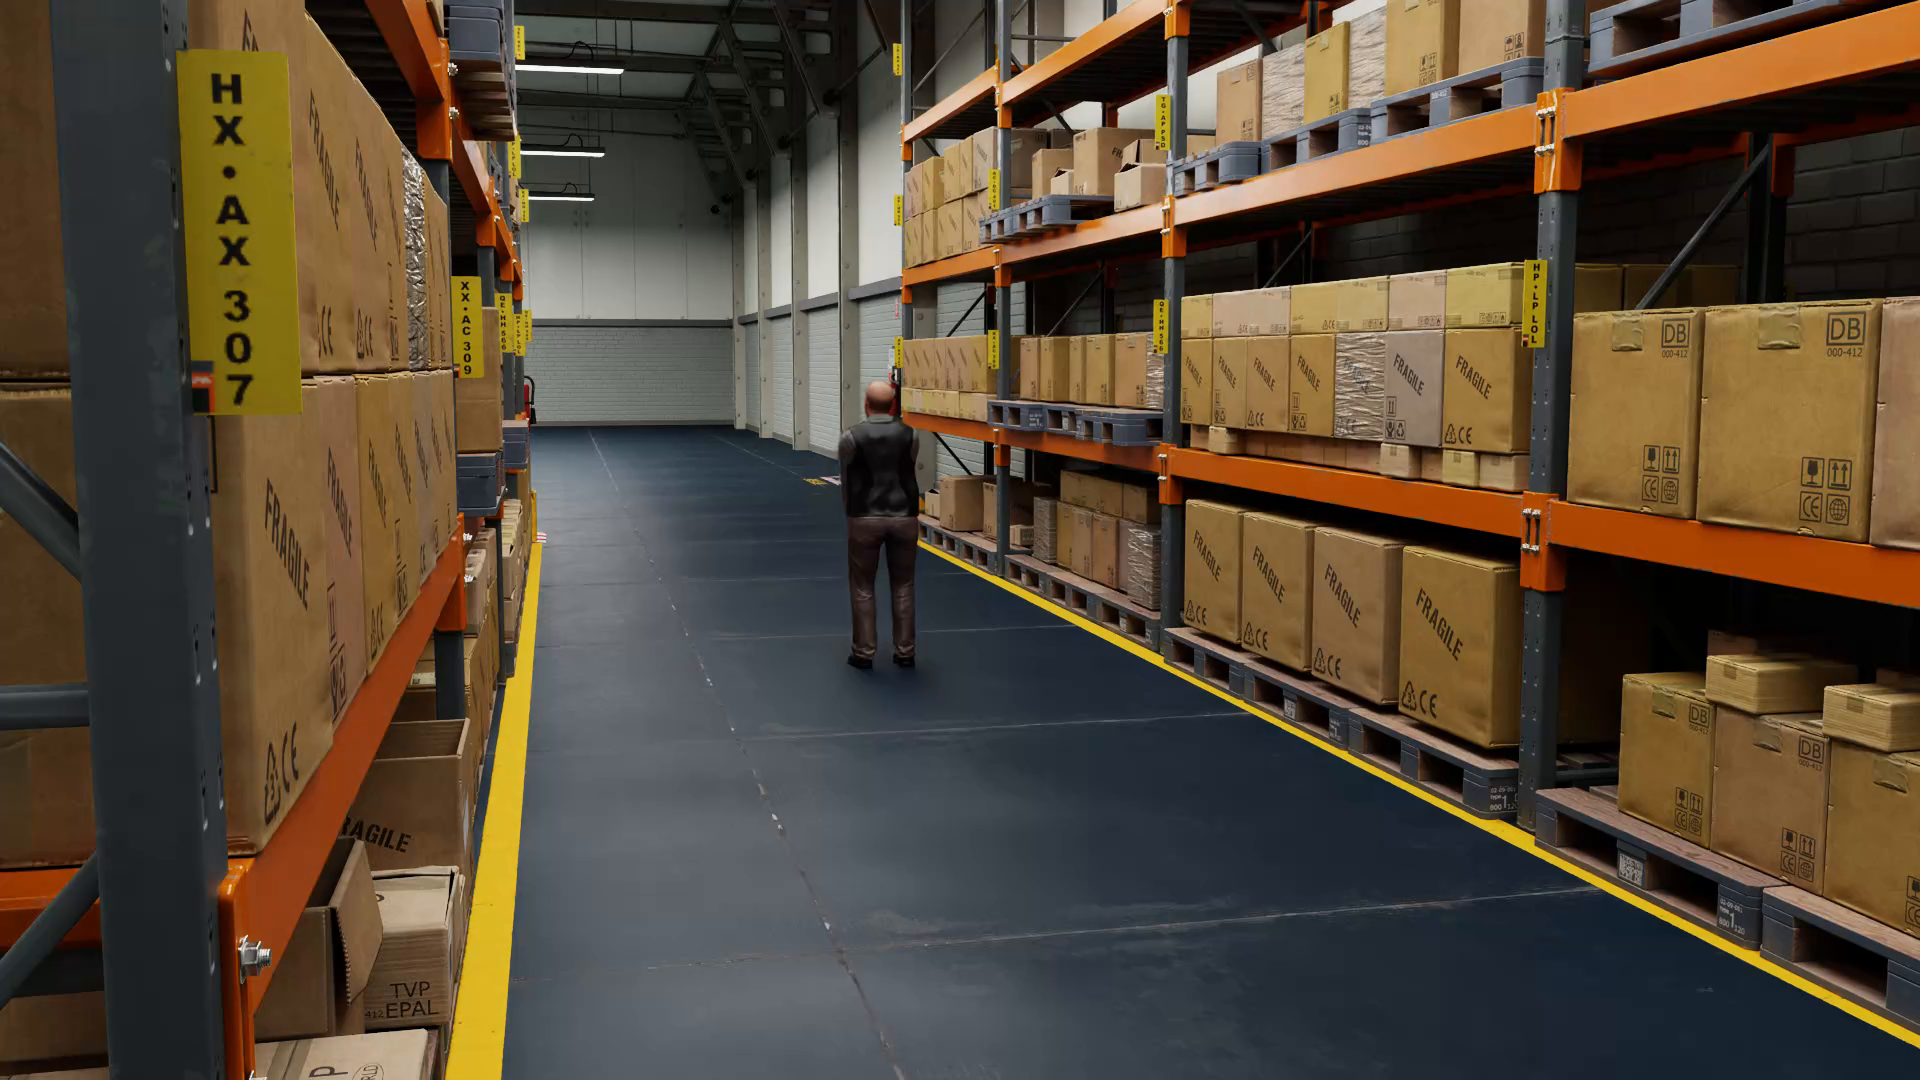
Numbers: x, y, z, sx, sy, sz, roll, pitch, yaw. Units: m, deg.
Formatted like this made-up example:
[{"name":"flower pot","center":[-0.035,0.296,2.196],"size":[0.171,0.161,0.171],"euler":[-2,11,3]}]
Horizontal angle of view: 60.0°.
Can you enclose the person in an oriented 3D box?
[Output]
[{"name":"person","center":[-0.502,-0.104,10.061],"size":[0.495,1.721,0.560],"euler":[-2,6,-14]}]
